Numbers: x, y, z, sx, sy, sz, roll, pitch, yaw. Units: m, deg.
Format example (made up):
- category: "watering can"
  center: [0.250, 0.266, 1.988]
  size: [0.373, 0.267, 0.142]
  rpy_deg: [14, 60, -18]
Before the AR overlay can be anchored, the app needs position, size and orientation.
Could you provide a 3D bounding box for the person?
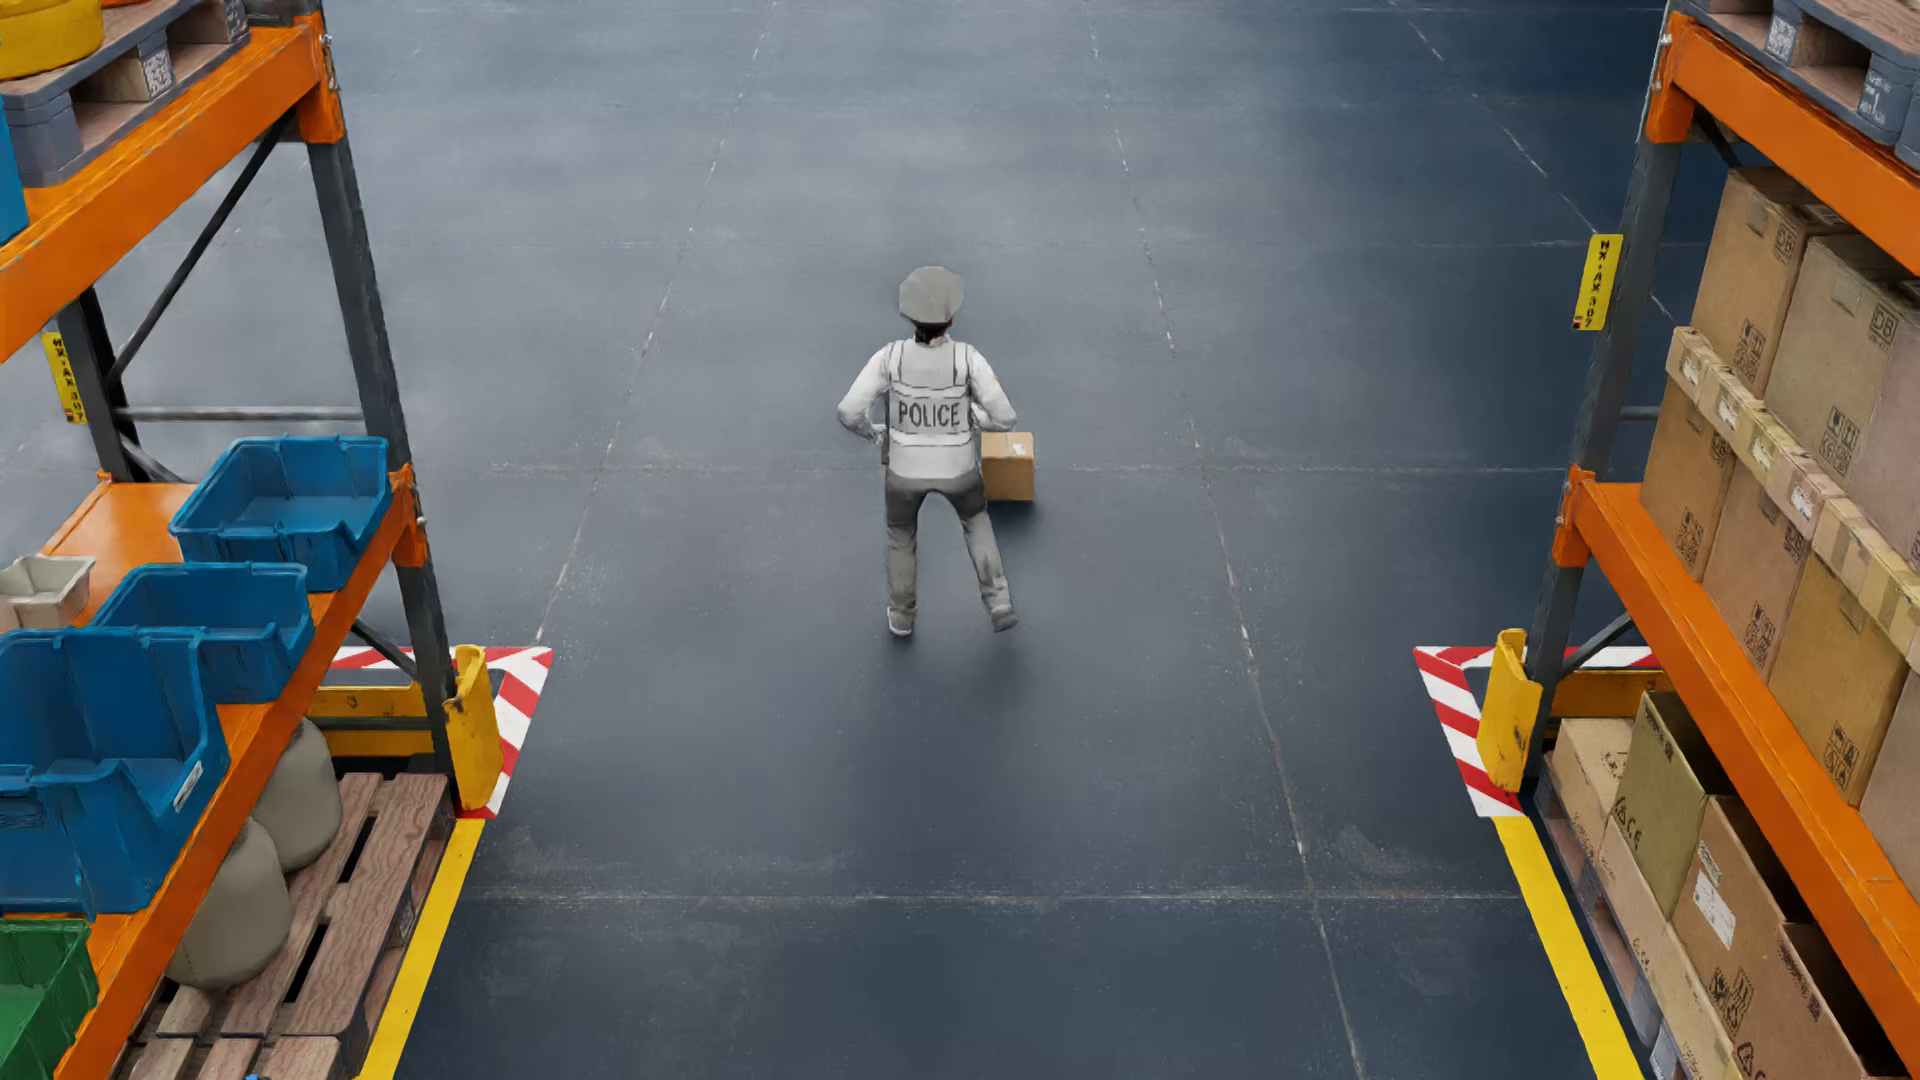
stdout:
- category: "person"
  center: [-0.116, -0.314, 6.647]
  size: [0.727, 1.670, 0.461]
  rpy_deg: [-1, 32, -2]
